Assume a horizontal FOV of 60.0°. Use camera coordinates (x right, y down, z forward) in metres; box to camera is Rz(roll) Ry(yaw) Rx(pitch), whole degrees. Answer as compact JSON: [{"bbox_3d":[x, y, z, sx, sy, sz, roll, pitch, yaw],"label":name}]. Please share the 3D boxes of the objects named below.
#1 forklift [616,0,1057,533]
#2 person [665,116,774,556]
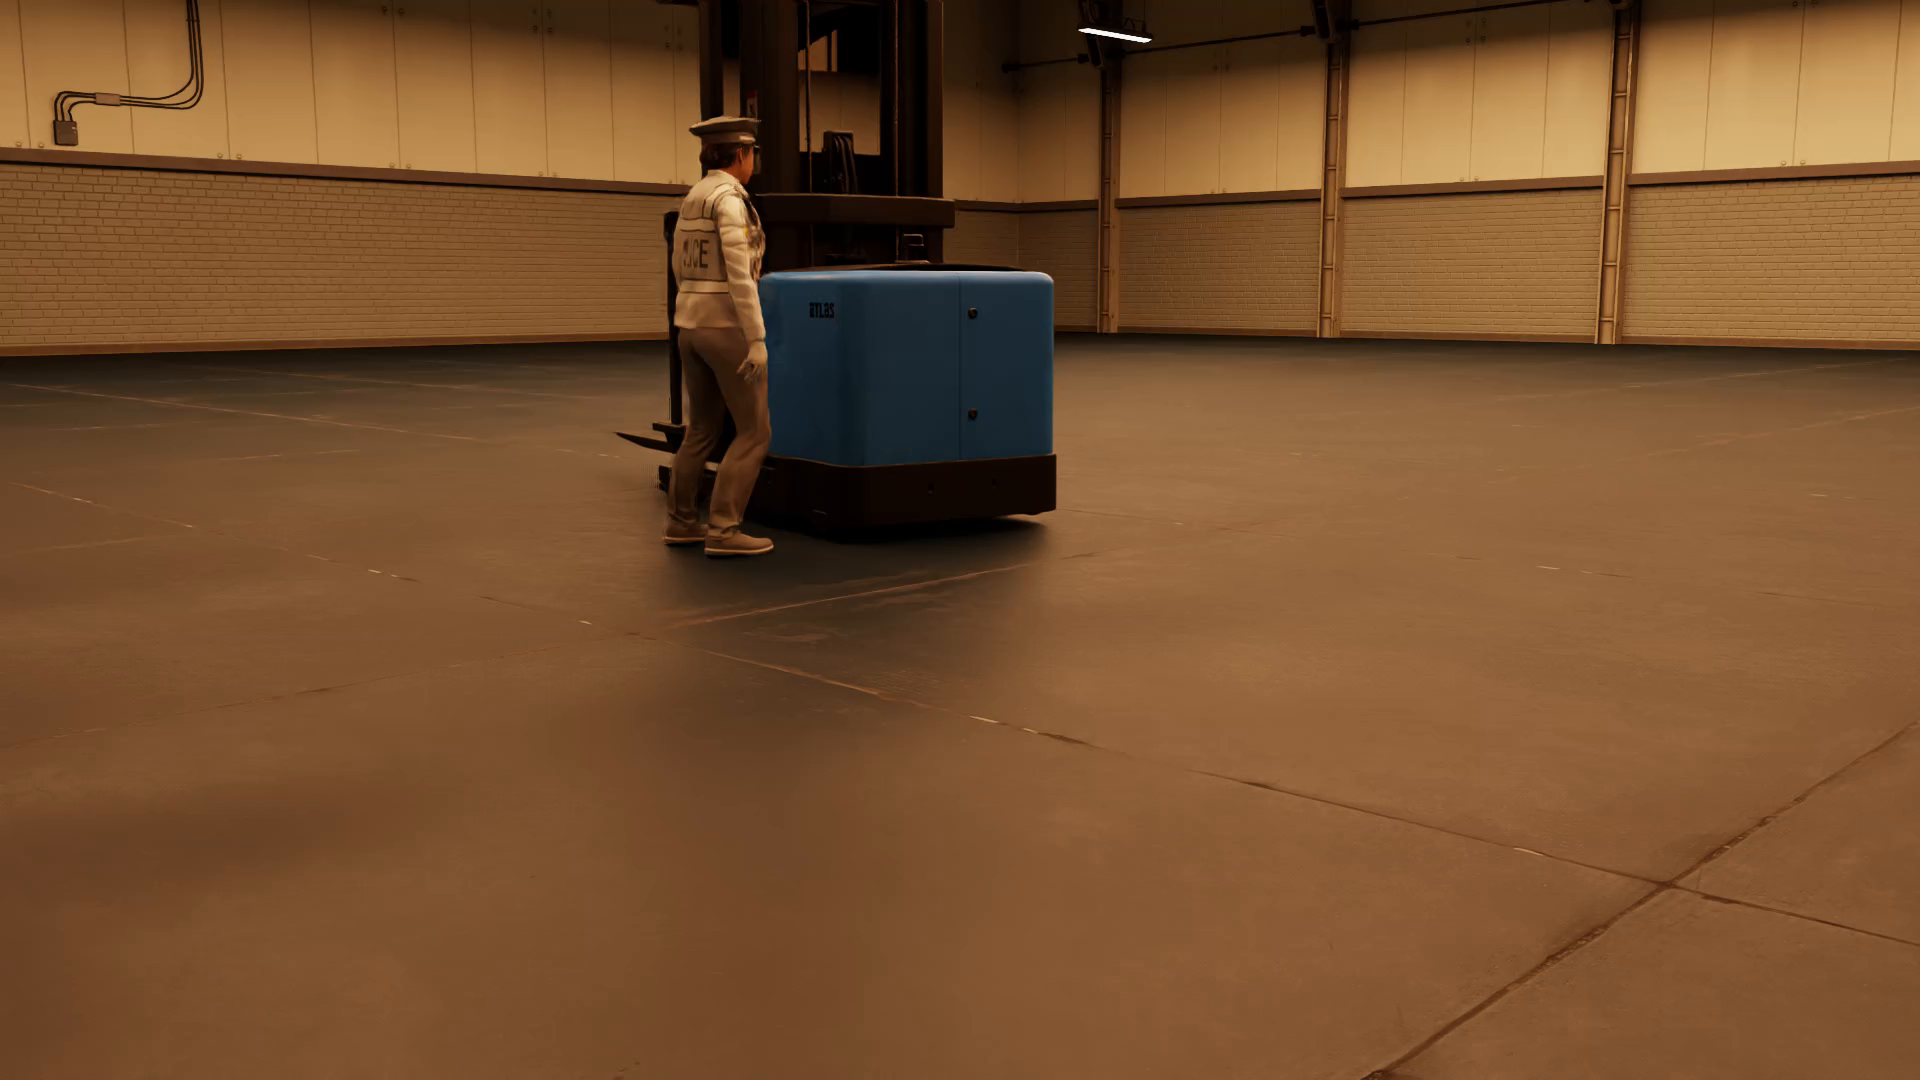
[{"bbox_3d":[-0.800,-1.655,7.865,1.130,2.935,3.031,-5,10,-32],"label":"forklift"},{"bbox_3d":[-0.914,-0.771,6.334,0.341,1.645,0.715,-6,10,-34],"label":"person"}]
